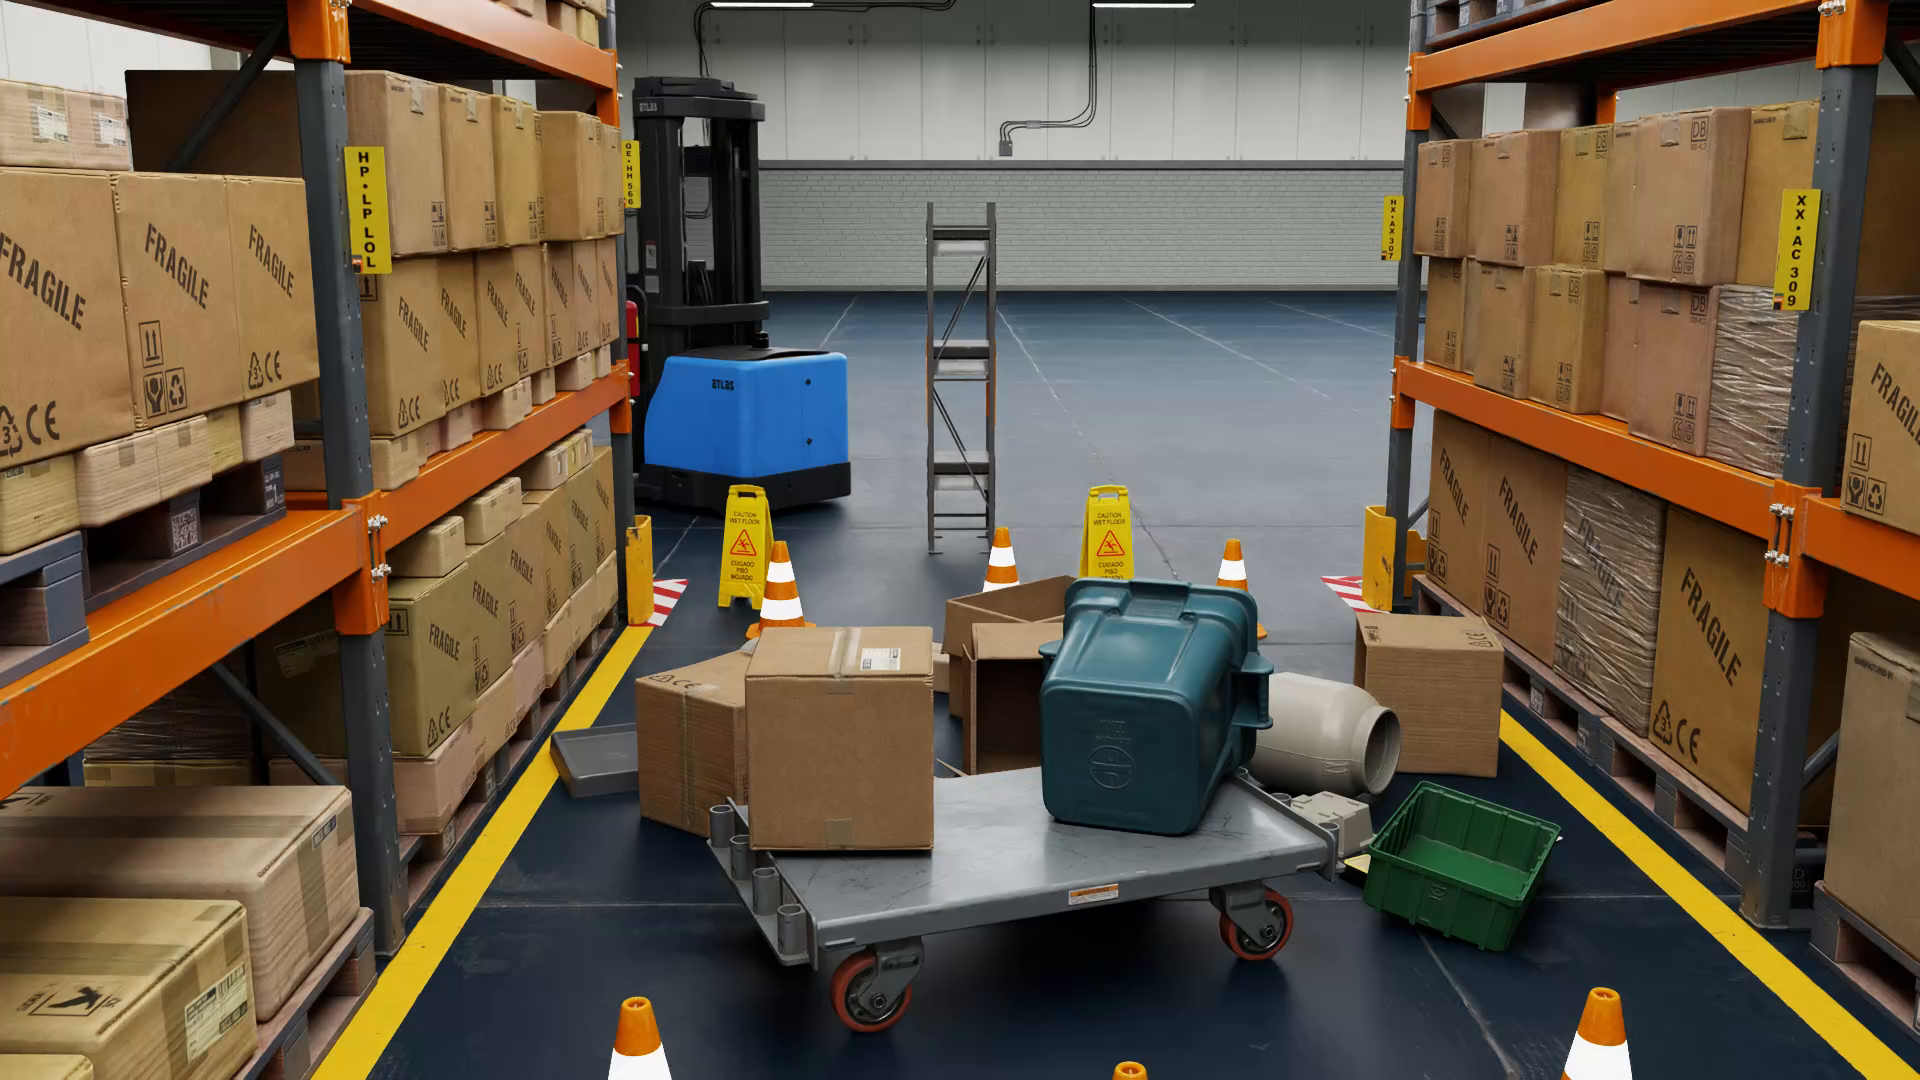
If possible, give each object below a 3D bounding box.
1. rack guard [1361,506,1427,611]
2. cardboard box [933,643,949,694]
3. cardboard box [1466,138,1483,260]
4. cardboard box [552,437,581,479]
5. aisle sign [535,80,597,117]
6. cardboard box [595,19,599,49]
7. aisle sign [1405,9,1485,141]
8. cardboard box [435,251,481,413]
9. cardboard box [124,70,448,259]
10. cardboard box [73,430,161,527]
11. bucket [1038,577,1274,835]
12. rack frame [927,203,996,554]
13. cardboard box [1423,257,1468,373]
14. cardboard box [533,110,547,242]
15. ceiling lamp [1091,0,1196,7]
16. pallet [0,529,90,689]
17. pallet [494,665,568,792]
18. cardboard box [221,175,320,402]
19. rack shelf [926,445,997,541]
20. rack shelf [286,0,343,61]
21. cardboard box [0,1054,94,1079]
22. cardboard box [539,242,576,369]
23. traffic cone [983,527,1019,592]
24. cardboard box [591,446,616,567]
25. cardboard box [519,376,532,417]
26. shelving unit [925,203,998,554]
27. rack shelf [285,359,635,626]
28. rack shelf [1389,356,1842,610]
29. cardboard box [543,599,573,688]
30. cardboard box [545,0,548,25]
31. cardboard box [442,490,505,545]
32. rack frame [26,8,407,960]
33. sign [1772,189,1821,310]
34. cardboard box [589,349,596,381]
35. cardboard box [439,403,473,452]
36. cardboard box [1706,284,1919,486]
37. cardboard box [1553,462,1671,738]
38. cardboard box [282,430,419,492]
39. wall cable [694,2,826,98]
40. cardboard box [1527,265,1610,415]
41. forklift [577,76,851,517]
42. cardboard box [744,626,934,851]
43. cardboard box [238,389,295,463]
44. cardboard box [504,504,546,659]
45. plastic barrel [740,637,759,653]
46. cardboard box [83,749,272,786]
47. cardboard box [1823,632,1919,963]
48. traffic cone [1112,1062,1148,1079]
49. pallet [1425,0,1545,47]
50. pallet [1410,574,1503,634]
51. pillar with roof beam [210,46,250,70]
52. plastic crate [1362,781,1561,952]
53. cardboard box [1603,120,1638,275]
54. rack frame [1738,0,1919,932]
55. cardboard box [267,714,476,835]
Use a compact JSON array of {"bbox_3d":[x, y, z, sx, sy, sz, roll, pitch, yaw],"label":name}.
[{"bbox_3d":[2.759,0.092,8.846,1.175,0.500,0.348,0,11,-1],"label":"rack guard"},{"bbox_3d":[-0.141,0.562,7.416,0.380,0.149,0.250,6,13,28],"label":"cardboard box"},{"bbox_3d":[2.832,-1.548,7.550,0.875,0.550,0.550,0,11,-1],"label":"cardboard box"},{"bbox_3d":[-1.833,-0.350,7.083,0.380,0.149,0.250,0,11,0],"label":"cardboard box"},{"bbox_3d":[-1.899,-2.375,8.183,0.394,0.787,0.004,0,11,-1],"label":"aisle sign"},{"bbox_3d":[-1.900,-2.365,7.758,0.380,0.149,0.250,0,11,-1],"label":"cardboard box"},{"bbox_3d":[2.458,-2.415,8.379,0.394,0.787,0.004,0,11,-1],"label":"aisle sign"},{"bbox_3d":[-1.869,-0.675,5.344,0.500,0.500,0.500,0,11,-1],"label":"cardboard box"},{"bbox_3d":[-1.897,-1.065,4.752,0.700,0.500,0.500,0,11,-2],"label":"cardboard box"},{"bbox_3d":[-1.780,-0.120,3.180,0.380,0.149,0.250,0,11,-1],"label":"cardboard box"},{"bbox_3d":[0.534,0.509,4.916,0.726,0.611,0.620,4,22,18],"label":"bucket"},{"bbox_3d":[0.008,-0.948,9.949,0.400,2.100,0.015,0,11,-1],"label":"rack frame"},{"bbox_3d":[2.812,-1.128,8.196,0.875,0.550,0.550,0,11,-1],"label":"cardboard box"},{"bbox_3d":[-1.971,-1.370,6.254,0.700,0.500,0.500,0,11,-2],"label":"cardboard box"},{"bbox_3d":[3.560,-11.970,32.248,2.000,3.185,0.800,0,11,-1],"label":"ceiling lamp"},{"bbox_3d":[-2.104,0.204,2.494,1.003,0.211,1.213,0,11,-1],"label":"pallet"},{"bbox_3d":[-2.182,0.698,6.588,1.003,0.211,1.213,0,11,-1],"label":"pallet"},{"bbox_3d":[-1.866,-0.602,3.926,0.500,0.500,0.500,0,11,-2],"label":"cardboard box"},{"bbox_3d":[0.003,-0.297,10.330,0.431,0.518,0.480,0,11,-1],"label":"rack shelf"},{"bbox_3d":[-2.063,-1.012,2.269,1.077,0.370,4.000,0,11,-1],"label":"rack shelf"},{"bbox_3d":[-2.057,1.175,2.775,0.950,0.372,0.625,0,11,1],"label":"cardboard box"},{"bbox_3d":[-1.888,-0.976,6.828,0.500,0.500,0.500,0,11,-1],"label":"cardboard box"},{"bbox_3d":[0.214,0.164,8.587,0.336,0.463,0.334,0,11,-1],"label":"traffic cone"},{"bbox_3d":[-1.910,-0.155,7.752,0.500,0.500,0.500,0,11,-1],"label":"cardboard box"},{"bbox_3d":[-1.841,-0.537,6.295,0.380,0.149,0.250,0,11,-1],"label":"cardboard box"},{"bbox_3d":[0.003,-0.996,10.188,0.431,2.100,0.503,0,11,-1],"label":"shelving unit"},{"bbox_3d":[-2.146,-0.337,6.487,1.077,0.370,4.000,0,11,-1],"label":"rack shelf"},{"bbox_3d":[2.801,-0.378,6.686,1.077,0.370,4.000,0,11,-1],"label":"rack shelf"},{"bbox_3d":[-1.883,0.421,6.799,0.500,0.250,0.500,-1,11,-3],"label":"cardboard box"},{"bbox_3d":[-1.952,-2.212,7.004,0.380,0.149,0.250,0,11,-1],"label":"cardboard box"},{"bbox_3d":[-1.802,-0.082,5.759,0.380,0.149,0.250,0,11,1],"label":"cardboard box"},{"bbox_3d":[-2.105,-0.292,4.455,1.000,3.000,0.127,0,11,-1],"label":"rack frame"},{"bbox_3d":[2.287,-0.793,4.548,0.100,0.325,0.005,0,11,-1],"label":"sign"},{"bbox_3d":[-1.866,-0.790,7.540,0.380,0.149,0.250,0,11,-2],"label":"cardboard box"},{"bbox_3d":[-1.854,-0.385,5.545,0.380,0.149,0.250,0,11,1],"label":"cardboard box"},{"bbox_3d":[2.823,-0.479,5.001,0.875,0.550,0.550,0,11,-1],"label":"cardboard box"},{"bbox_3d":[2.877,0.198,6.325,0.875,0.875,0.875,0,11,-1],"label":"cardboard box"},{"bbox_3d":[-1.791,-0.233,4.796,0.380,0.149,0.250,0,11,-1],"label":"cardboard box"},{"bbox_3d":[-4.691,-11.383,39.143,3.097,2.526,0.112,0,11,-1],"label":"wall cable"},{"bbox_3d":[2.784,-0.801,6.588,0.875,0.550,0.500,0,11,-1],"label":"cardboard box"},{"bbox_3d":[-2.229,-1.804,12.081,3.031,2.935,1.130,9,15,39],"label":"forklift"},{"bbox_3d":[-0.326,0.548,4.694,0.500,0.500,0.500,0,11,-1],"label":"cardboard box"},{"bbox_3d":[-1.818,-0.274,3.940,0.380,0.149,0.250,0,11,0],"label":"cardboard box"},{"bbox_3d":[-1.879,0.154,6.228,0.500,0.500,0.500,0,11,2],"label":"cardboard box"},{"bbox_3d":[-0.631,0.580,6.638,0.512,0.421,0.421,9,15,38],"label":"plastic barrel"},{"bbox_3d":[-2.386,0.733,5.261,0.500,0.250,0.500,0,11,1],"label":"cardboard box"},{"bbox_3d":[2.945,0.687,4.230,1.050,0.750,0.750,0,11,-1],"label":"cardboard box"},{"bbox_3d":[0.326,1.245,3.257,0.336,0.463,0.334,0,11,-1],"label":"traffic cone"},{"bbox_3d":[2.785,-2.407,7.558,1.003,0.211,1.213,0,11,-1],"label":"pallet"},{"bbox_3d":[2.854,0.397,8.069,1.003,0.211,1.213,0,11,-1],"label":"pallet"},{"bbox_3d":[-3.981,-6.267,18.819,9.100,9.000,0.400,0,11,-1],"label":"pillar with roof beam"},{"bbox_3d":[1.529,0.988,5.072,0.450,0.188,0.662,17,18,26],"label":"plastic crate"},{"bbox_3d":[2.868,-1.226,5.963,0.875,0.550,0.550,0,11,-1],"label":"cardboard box"},{"bbox_3d":[2.842,-0.333,4.655,1.000,3.000,0.127,0,11,-1],"label":"rack frame"},{"bbox_3d":[-1.847,0.731,5.271,0.500,0.250,0.500,-1,11,-4],"label":"cardboard box"}]
